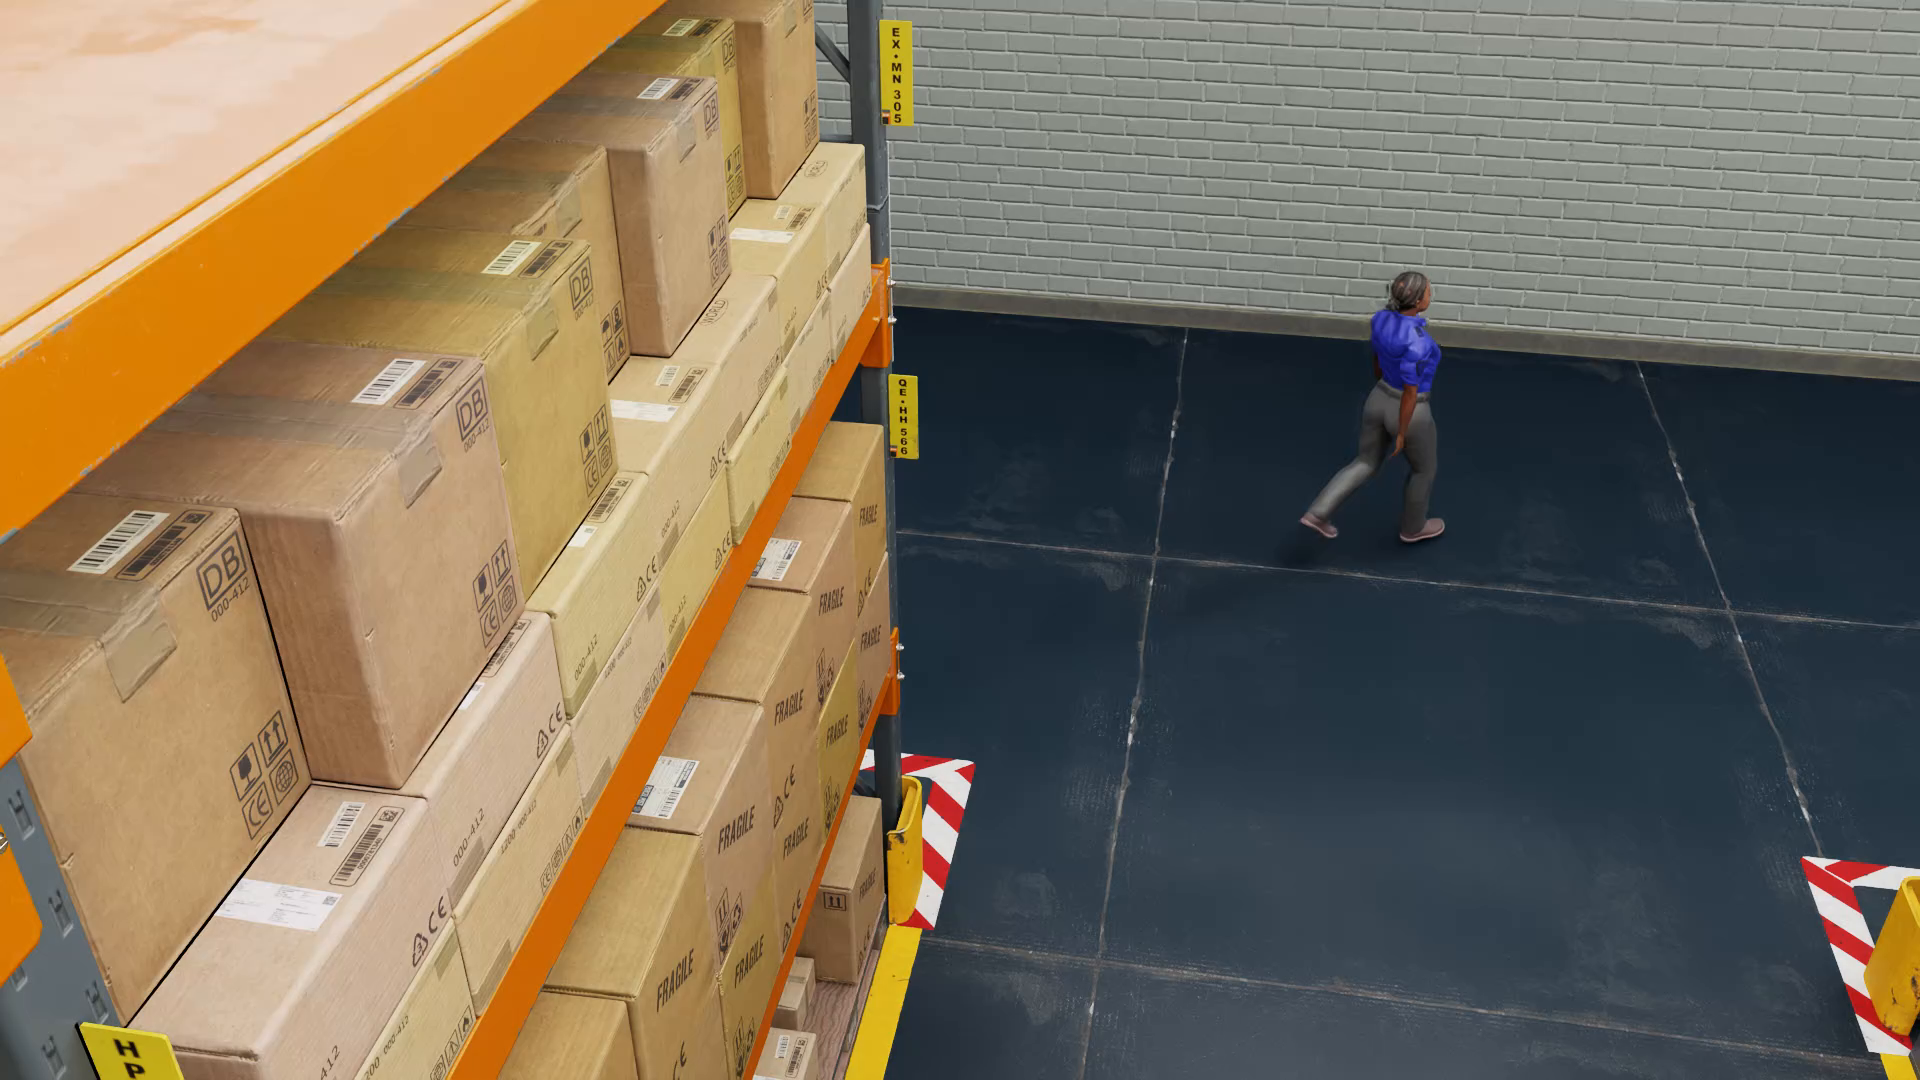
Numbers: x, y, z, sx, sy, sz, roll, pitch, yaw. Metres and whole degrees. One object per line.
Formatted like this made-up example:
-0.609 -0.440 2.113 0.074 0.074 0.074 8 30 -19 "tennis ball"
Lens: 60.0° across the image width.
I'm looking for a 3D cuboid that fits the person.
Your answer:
2.280 -0.677 8.799 0.886 1.616 0.443 -16 36 -24 "person"
